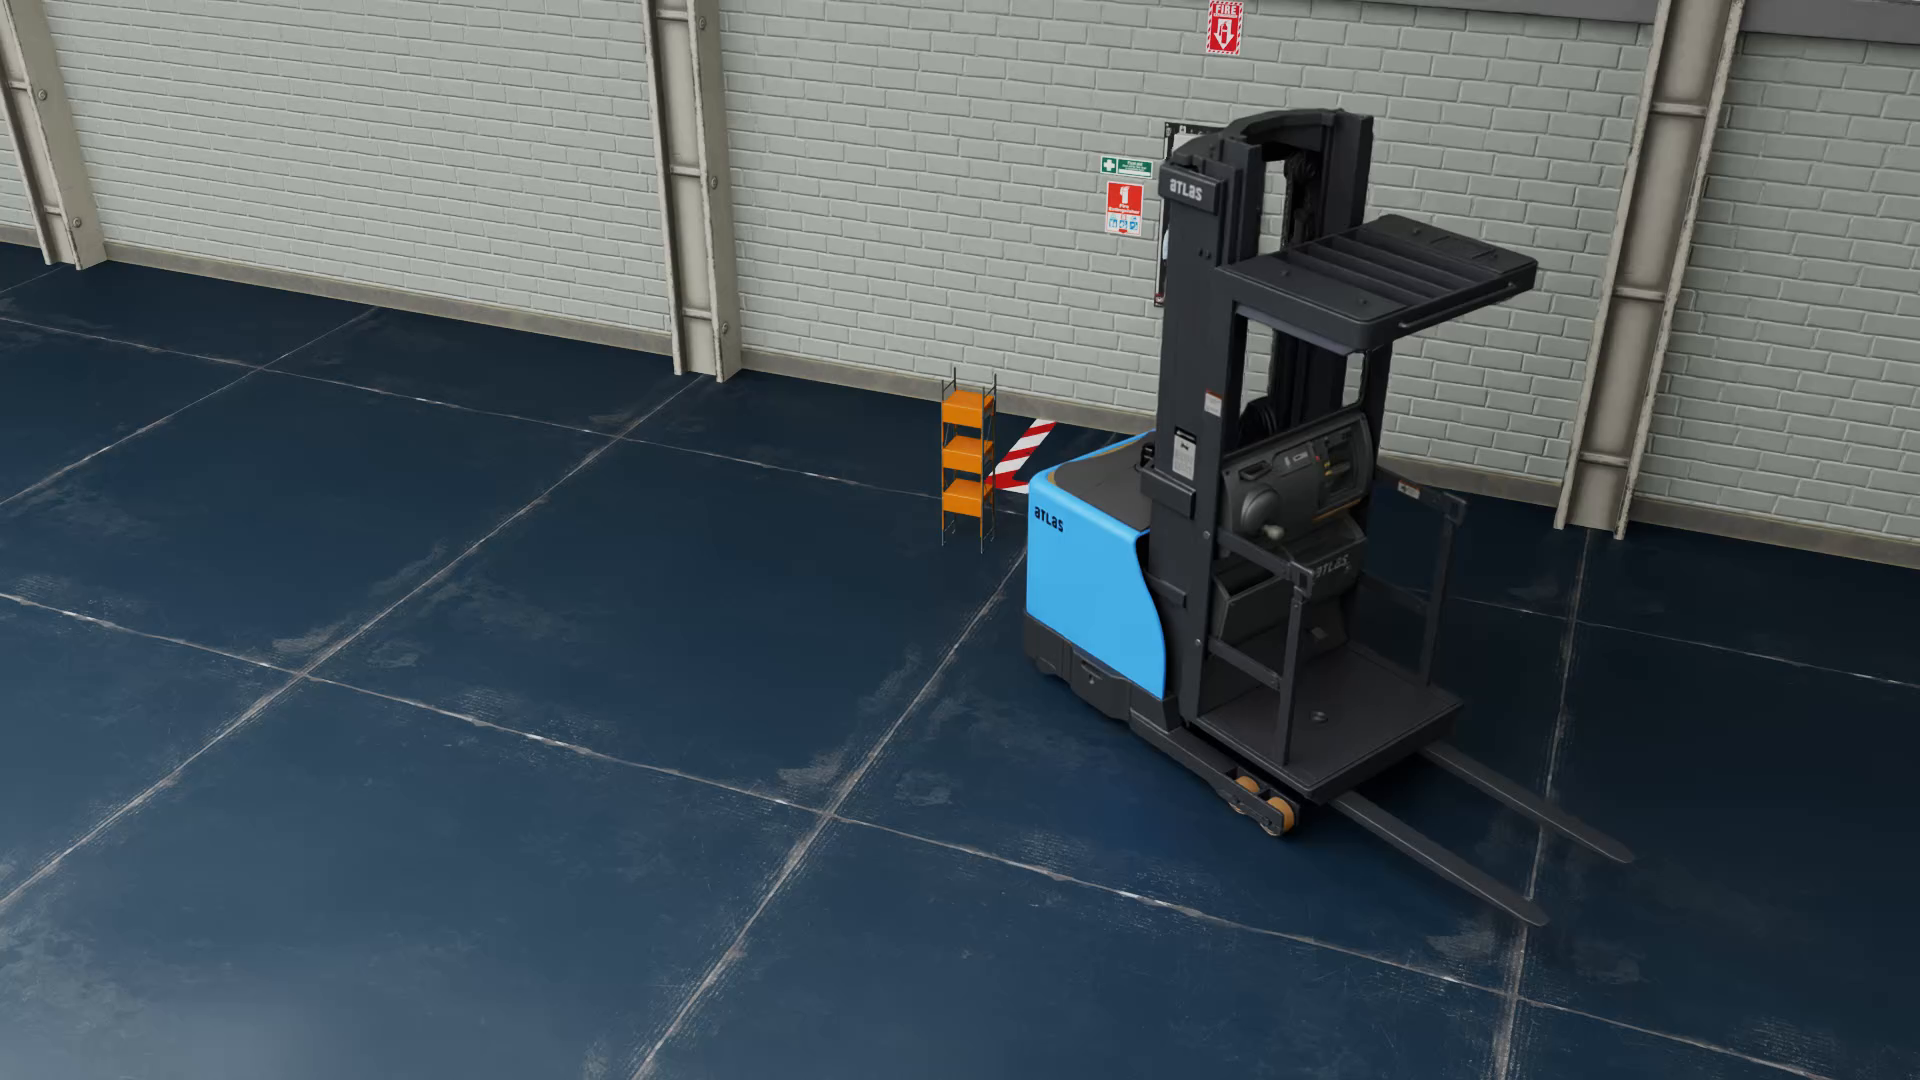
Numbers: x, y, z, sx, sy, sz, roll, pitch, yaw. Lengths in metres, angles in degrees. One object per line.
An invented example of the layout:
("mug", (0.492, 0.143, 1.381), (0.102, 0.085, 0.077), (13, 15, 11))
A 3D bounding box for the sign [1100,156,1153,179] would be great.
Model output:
("sign", (1.017, -2.277, 10.155), (0.331, 0.109, 0.001), (11, 31, 19))

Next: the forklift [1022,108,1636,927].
("forklift", (1.627, -0.236, 7.189), (1.130, 2.935, 3.031), (-21, 36, -33))

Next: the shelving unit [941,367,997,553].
("shelving unit", (0.050, -0.447, 9.474), (0.252, 1.050, 0.215), (11, 31, 19))

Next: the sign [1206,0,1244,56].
("sign", (1.520, -2.942, 9.551), (0.199, 0.298, 0.001), (11, 31, 19))

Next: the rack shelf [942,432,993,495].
("rack shelf", (0.050, -0.438, 9.479), (0.240, 0.259, 0.215), (11, 31, 19))

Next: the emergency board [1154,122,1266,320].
("emergency board", (1.490, -1.886, 10.039), (0.643, 1.169, 0.194), (11, 31, 19))

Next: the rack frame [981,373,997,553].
("rack frame", (0.163, -0.425, 9.434), (0.008, 1.050, 0.200), (11, 31, 19))

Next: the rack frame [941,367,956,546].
("rack frame", (-0.063, -0.470, 9.514), (0.008, 1.050, 0.200), (11, 31, 19))

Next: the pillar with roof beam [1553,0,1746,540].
("pillar with roof beam", (2.147, -2.060, 4.250), (0.400, 9.000, 9.100), (11, 31, 19))

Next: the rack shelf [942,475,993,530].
("rack shelf", (0.050, -0.196, 9.616), (0.240, 0.259, 0.215), (11, 31, 19))

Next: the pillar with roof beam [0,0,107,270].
("pillar with roof beam", (-8.973, -4.281, 8.178), (0.400, 9.000, 9.100), (11, 31, 19))

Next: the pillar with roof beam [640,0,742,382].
("pillar with roof beam", (-3.413, -3.170, 6.214), (0.400, 9.000, 9.100), (11, 31, 19))

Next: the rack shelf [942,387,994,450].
("rack shelf", (0.050, -0.685, 9.340), (0.240, 0.259, 0.215), (11, 31, 19))

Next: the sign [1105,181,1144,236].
("sign", (1.016, -2.051, 10.294), (0.234, 0.329, 0.001), (11, 31, 19))
